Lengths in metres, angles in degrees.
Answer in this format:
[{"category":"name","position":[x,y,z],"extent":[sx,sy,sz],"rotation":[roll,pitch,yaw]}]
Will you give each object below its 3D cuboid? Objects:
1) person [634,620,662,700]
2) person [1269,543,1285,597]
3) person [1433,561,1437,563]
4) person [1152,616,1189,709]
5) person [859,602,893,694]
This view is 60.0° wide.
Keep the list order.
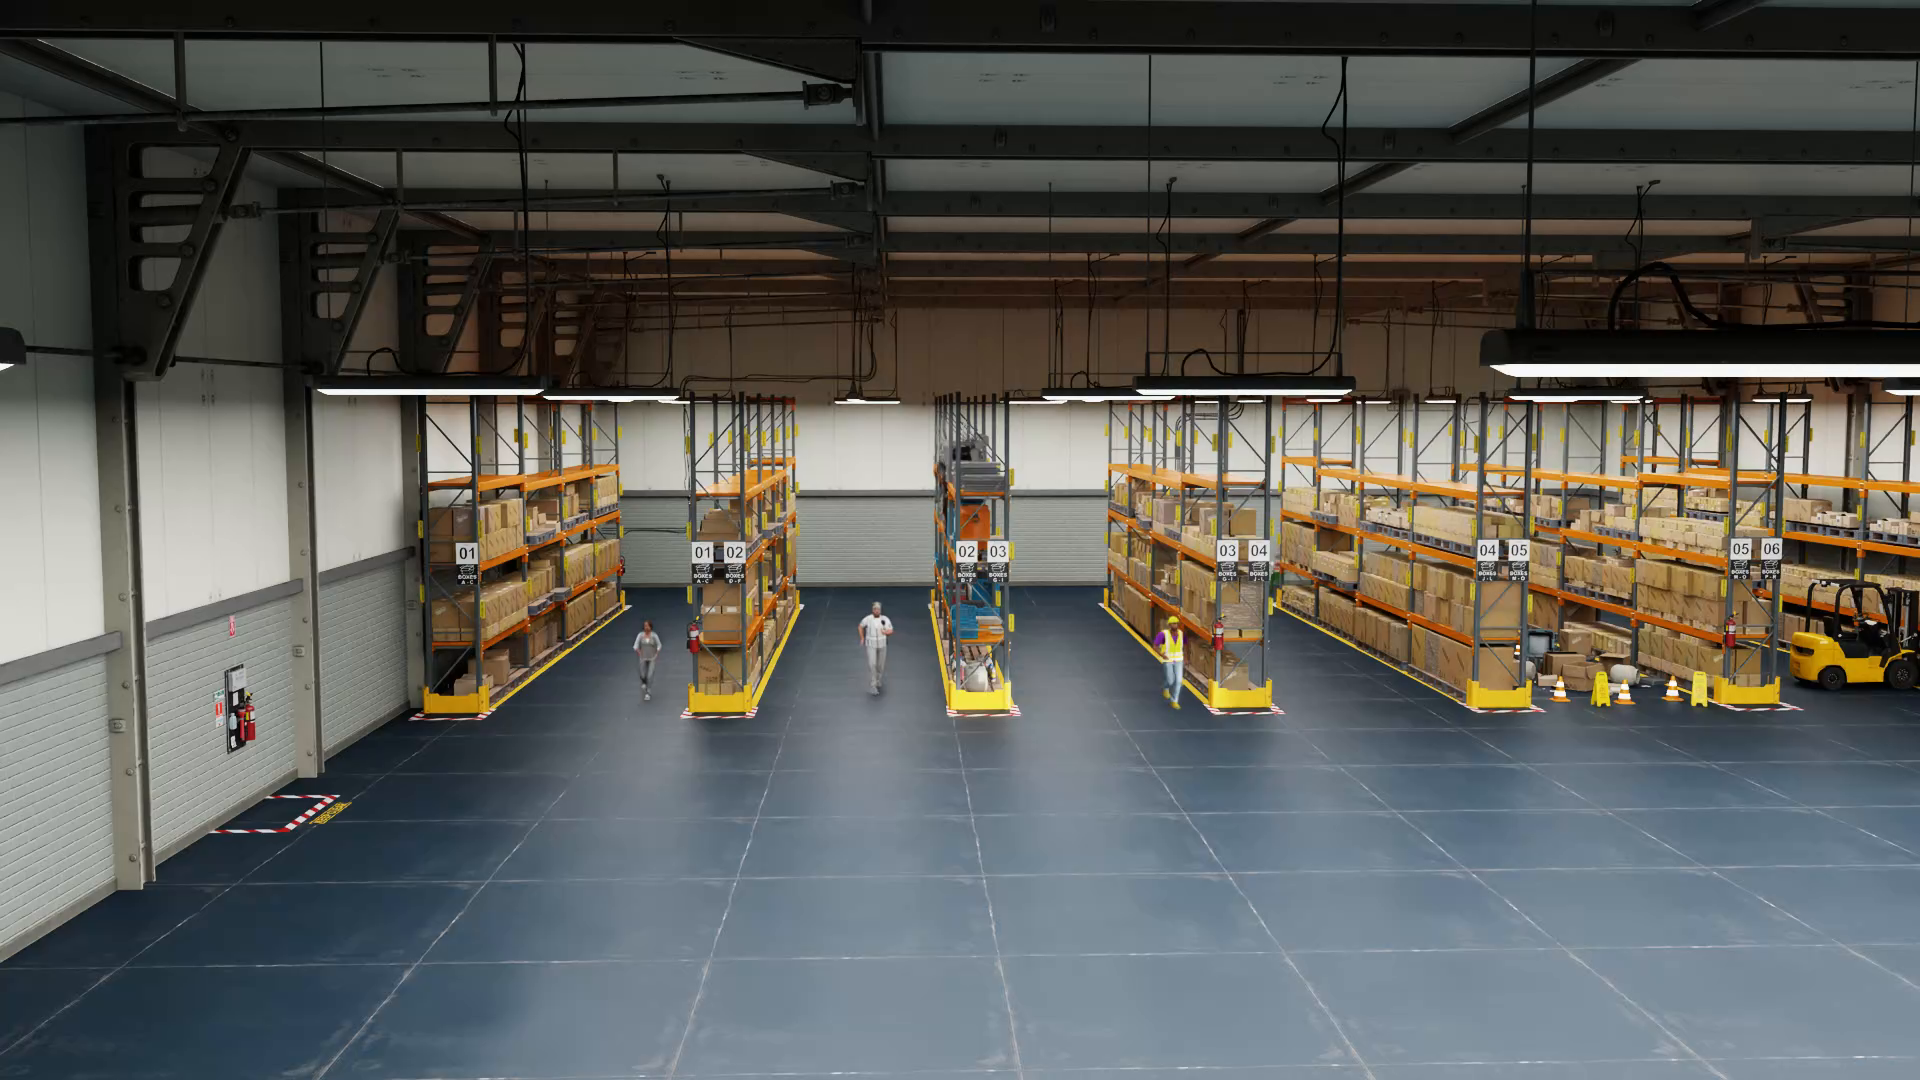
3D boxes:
[{"category":"person","position":[-6.108,2.386,32.538],"extent":[0.534,1.464,0.557],"rotation":[-1,5,-9]},{"category":"person","position":[9.346,0.898,49.015],"extent":[0.970,1.725,0.703],"rotation":[1,5,13]},{"category":"person","position":[12.370,1.424,43.263],"extent":[0.543,1.720,1.078],"rotation":[-1,5,-9]},{"category":"person","position":[4.052,2.323,31.830],"extent":[0.738,1.748,0.681],"rotation":[-1,5,-11]},{"category":"person","position":[-1.672,2.138,33.425],"extent":[0.653,1.799,0.868],"rotation":[-1,5,-12]}]
